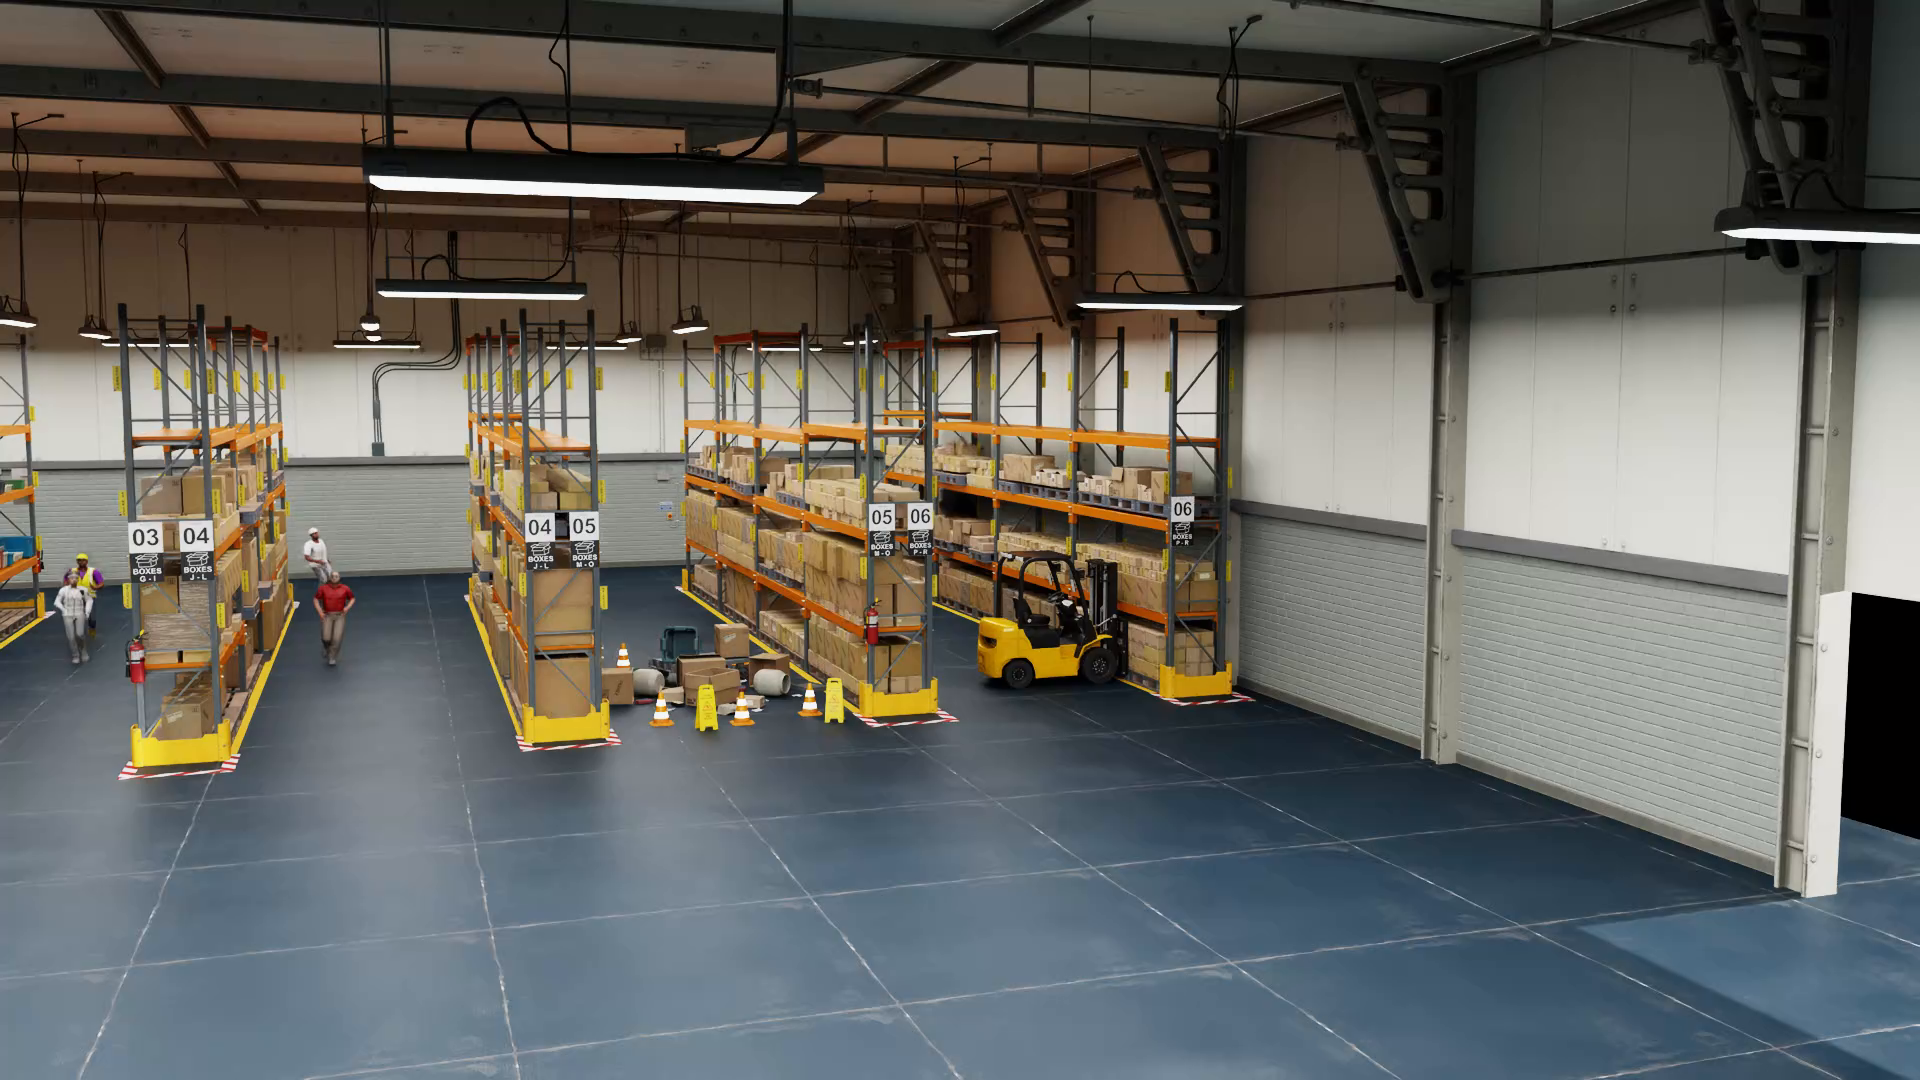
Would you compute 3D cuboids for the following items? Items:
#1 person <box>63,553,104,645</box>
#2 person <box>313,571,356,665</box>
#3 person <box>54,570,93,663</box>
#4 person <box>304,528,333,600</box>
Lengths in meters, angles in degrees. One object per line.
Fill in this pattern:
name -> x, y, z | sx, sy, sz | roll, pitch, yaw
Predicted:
person -> -16.732, 1.124, 31.758 | 0.715, 1.743, 0.886 | -2, 6, -24
person -> -11.115, 1.374, 29.590 | 0.704, 1.665, 0.564 | -2, 6, -24
person -> -15.788, 1.371, 29.643 | 0.619, 1.649, 0.545 | -3, 6, -28
person -> -14.582, 0.557, 37.902 | 0.608, 1.695, 0.735 | 3, 6, 30
